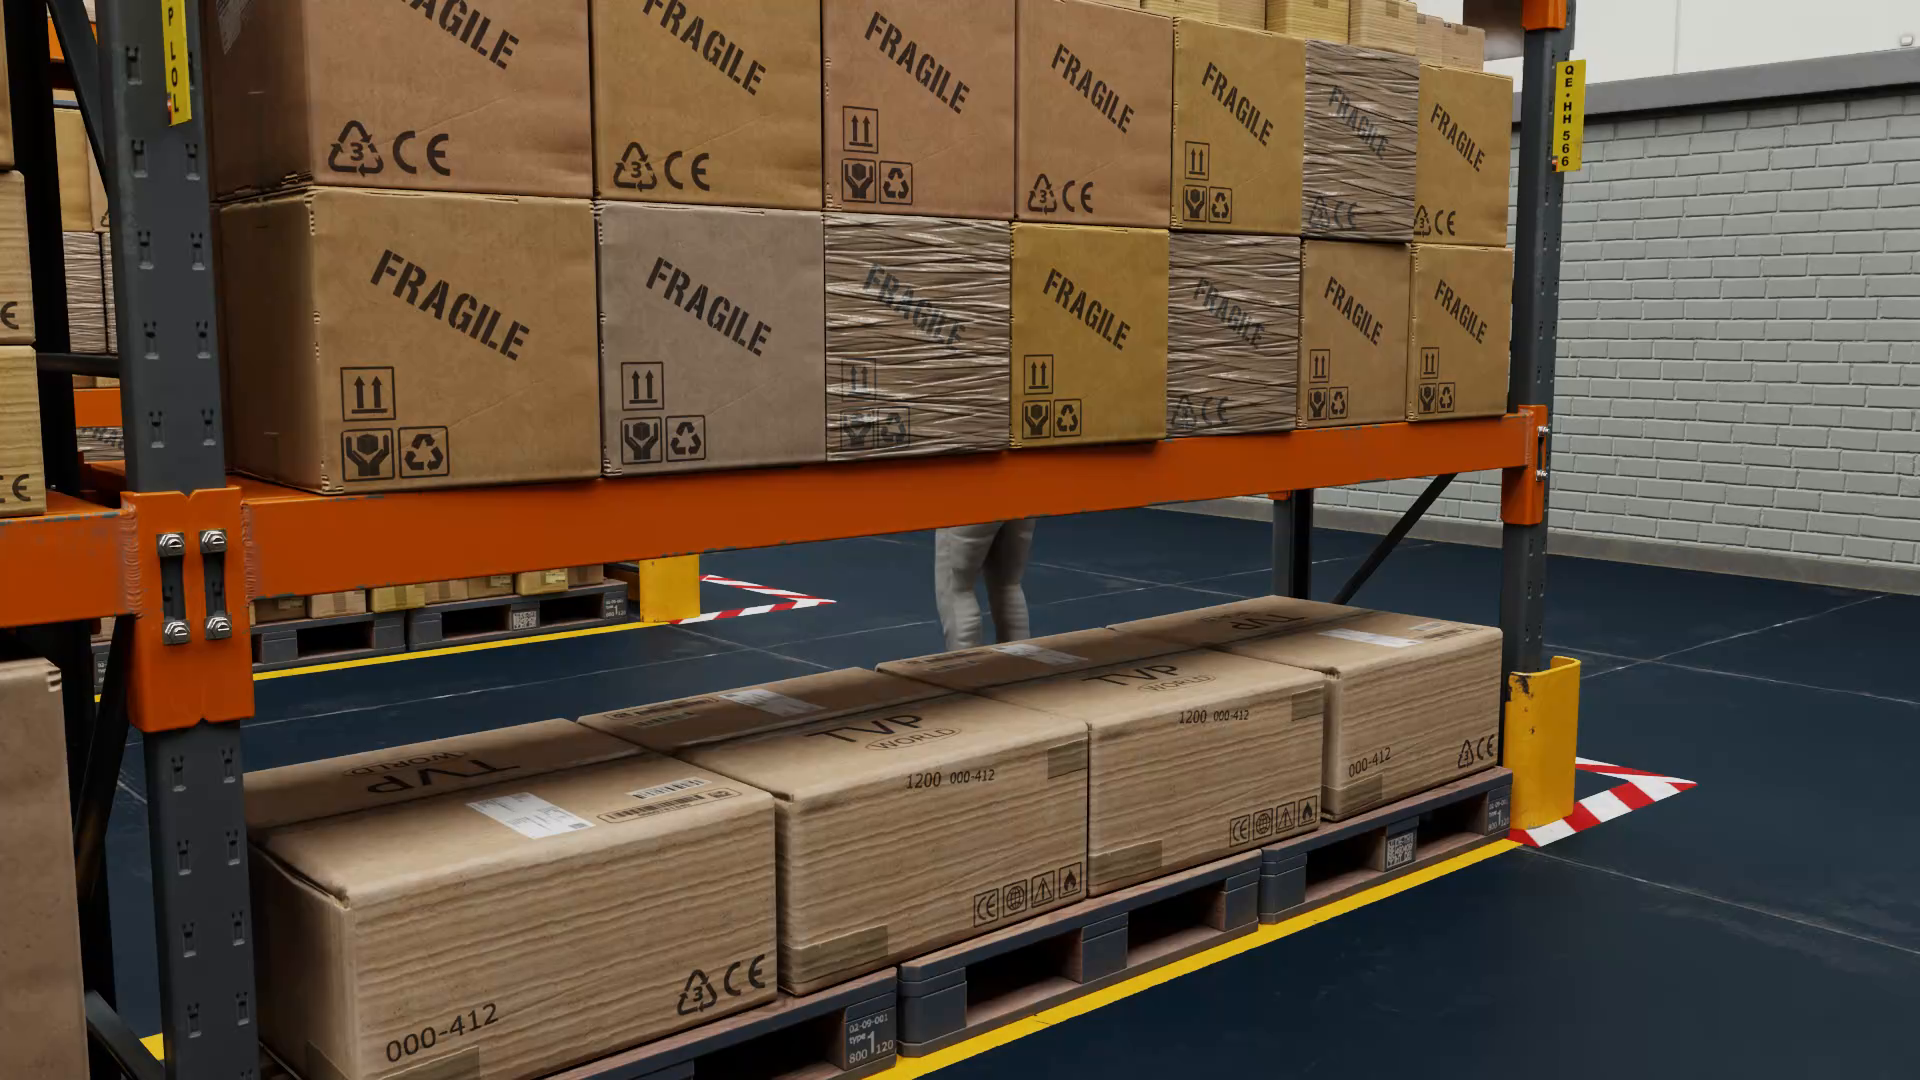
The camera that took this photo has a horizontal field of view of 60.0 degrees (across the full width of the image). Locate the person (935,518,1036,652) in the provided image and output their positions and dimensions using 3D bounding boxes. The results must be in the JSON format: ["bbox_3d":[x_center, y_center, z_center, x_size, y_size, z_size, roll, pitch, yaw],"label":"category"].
[{"bbox_3d":[0.053,-0.149,6.948,0.455,1.656,0.541,-6,10,-40],"label":"person"}]
